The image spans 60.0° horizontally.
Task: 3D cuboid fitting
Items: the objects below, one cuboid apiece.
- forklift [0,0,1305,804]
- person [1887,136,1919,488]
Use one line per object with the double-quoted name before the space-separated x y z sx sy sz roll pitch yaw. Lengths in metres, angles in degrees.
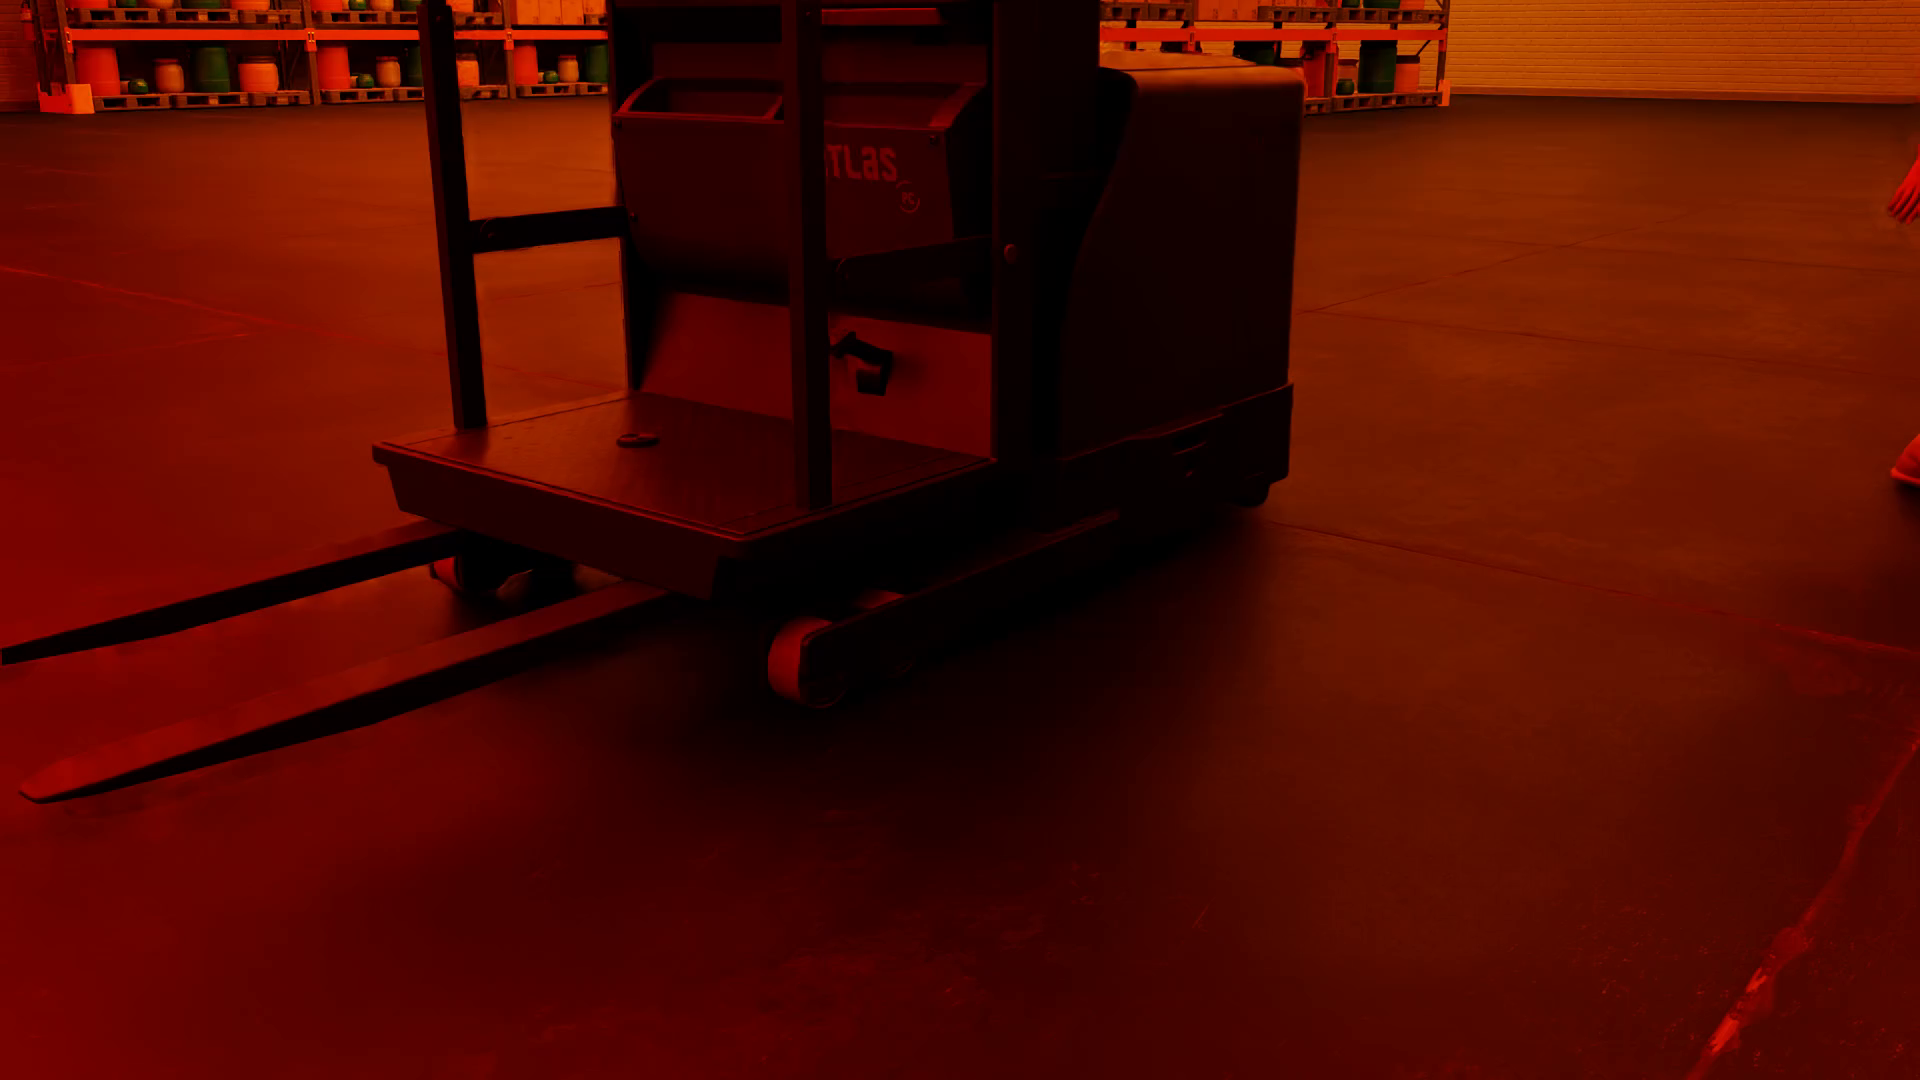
"forklift" -0.473 -1.264 3.061 1.130 2.935 3.031 13 21 37
"person" 2.674 -0.770 3.927 0.706 1.514 0.755 -16 23 -42
